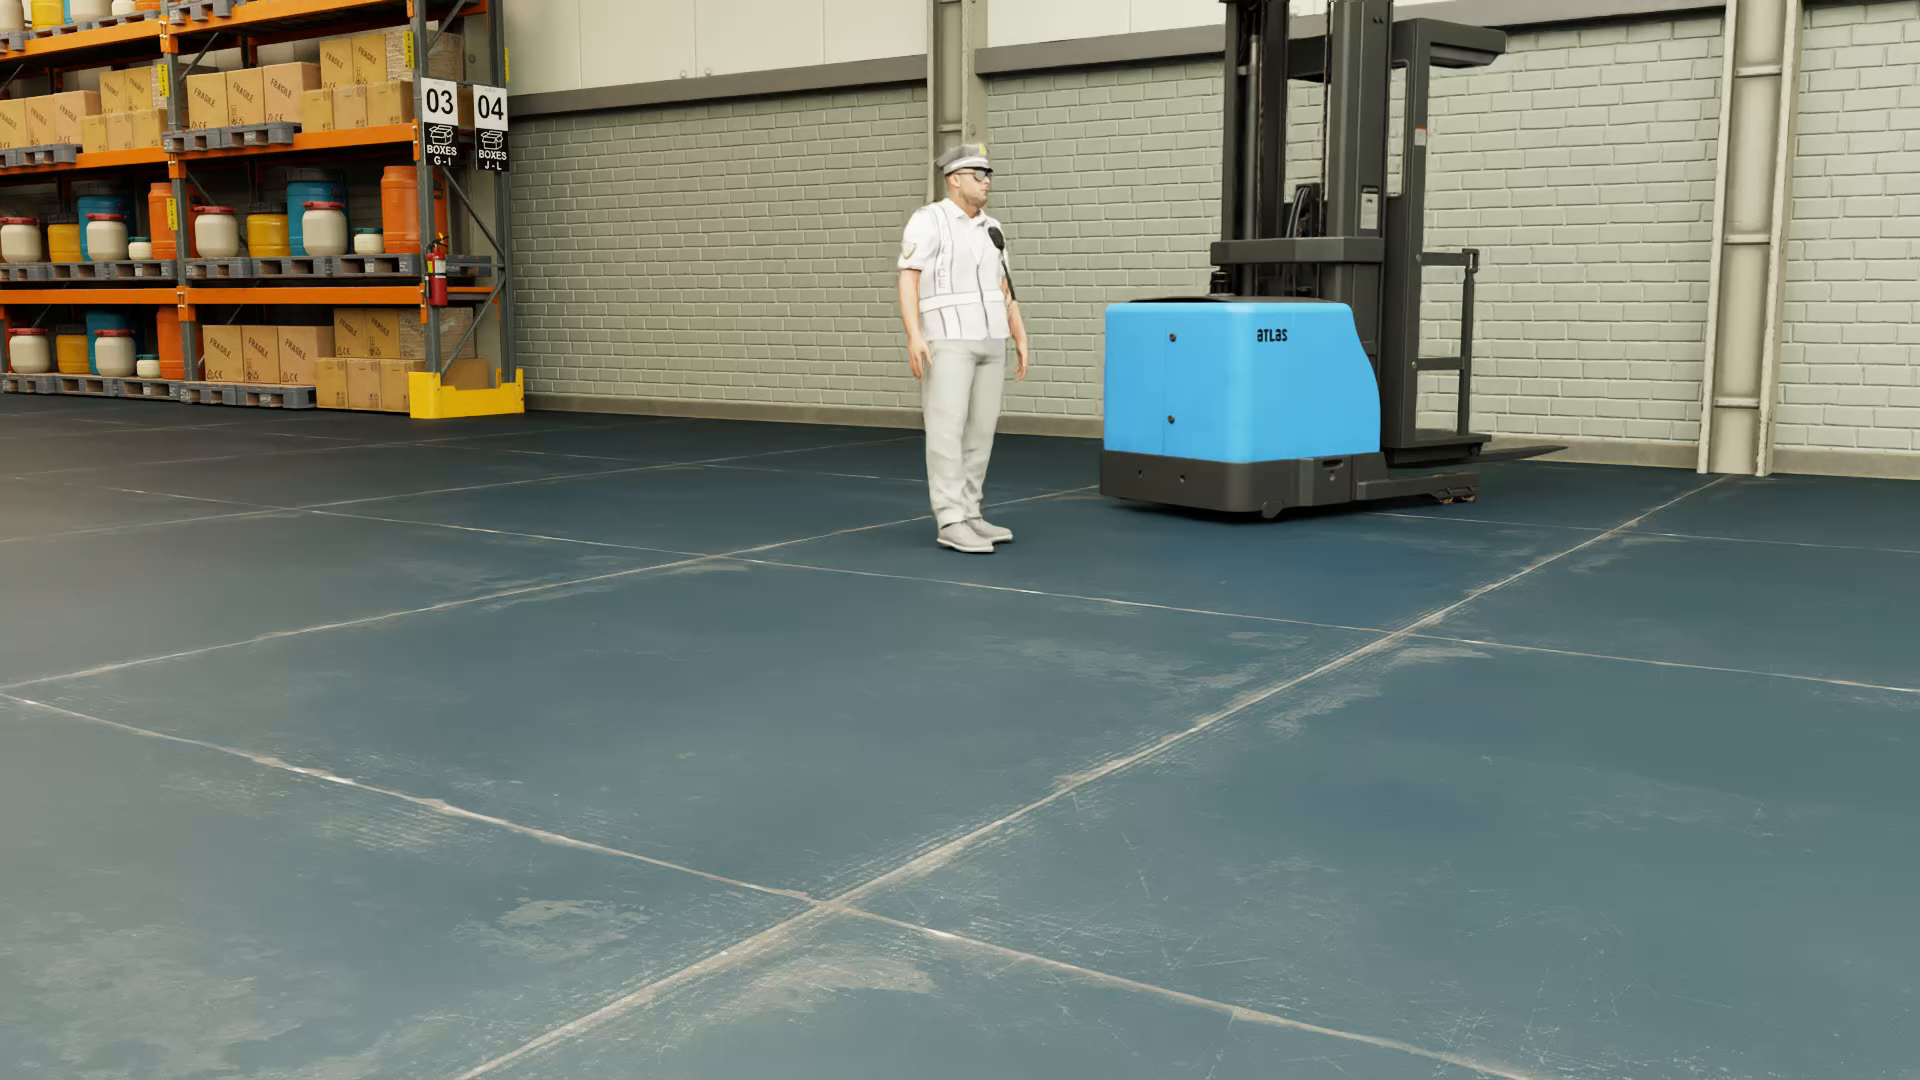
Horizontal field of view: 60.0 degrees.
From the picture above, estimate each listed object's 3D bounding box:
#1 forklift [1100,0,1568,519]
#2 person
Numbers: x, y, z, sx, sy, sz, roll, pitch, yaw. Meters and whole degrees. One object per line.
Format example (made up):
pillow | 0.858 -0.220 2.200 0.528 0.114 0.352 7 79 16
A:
forklift | 2.222 -1.695 9.111 3.031 2.935 1.130 -6 10 -37
person | 0.084 -0.868 7.383 0.648 1.775 0.607 -6 10 -38
